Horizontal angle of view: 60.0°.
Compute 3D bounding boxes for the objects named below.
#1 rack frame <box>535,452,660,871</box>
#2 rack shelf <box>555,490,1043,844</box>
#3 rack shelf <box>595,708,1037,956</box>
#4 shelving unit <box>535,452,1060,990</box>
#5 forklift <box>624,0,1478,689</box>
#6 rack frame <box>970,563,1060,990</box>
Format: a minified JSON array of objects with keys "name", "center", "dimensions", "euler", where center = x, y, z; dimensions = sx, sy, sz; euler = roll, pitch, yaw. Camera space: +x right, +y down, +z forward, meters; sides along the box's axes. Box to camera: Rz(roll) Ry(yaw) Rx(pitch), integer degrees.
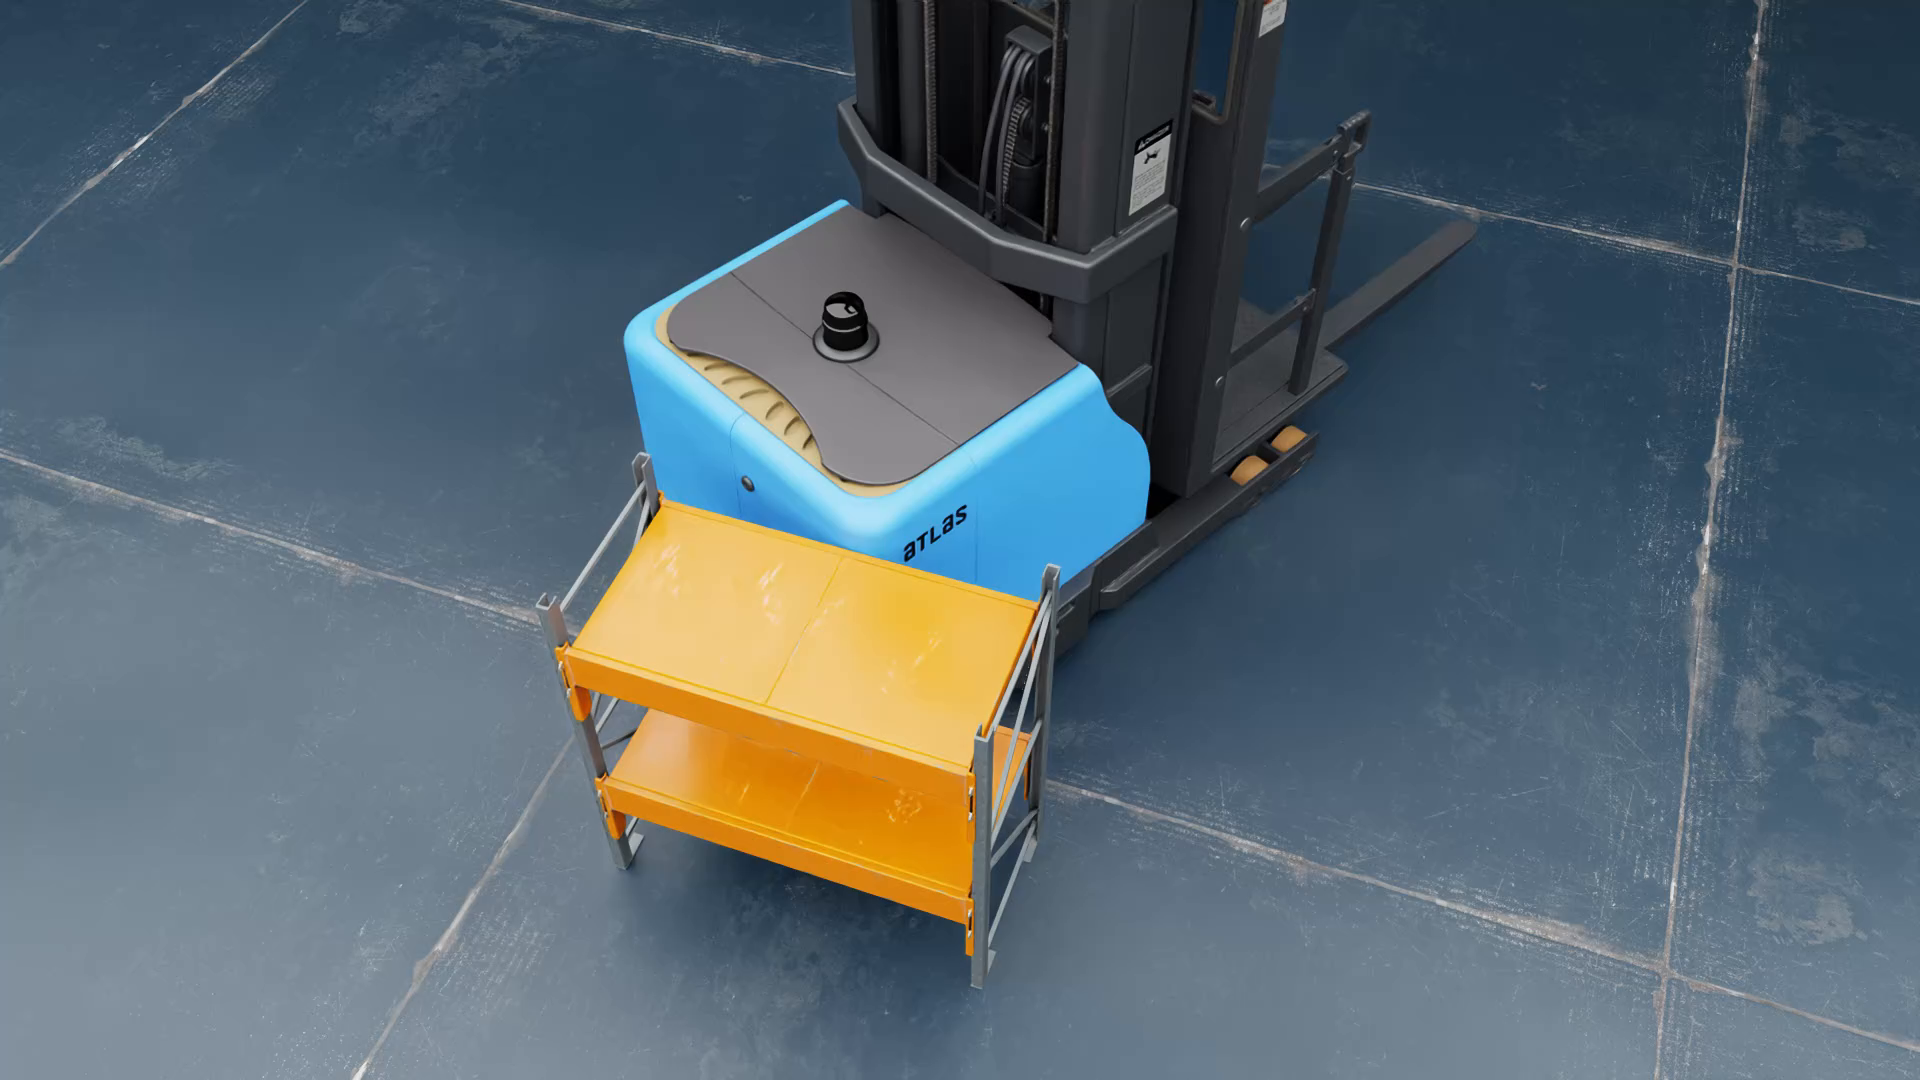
[{"name":"rack frame","center":[-0.830,0.340,4.211],"dimensions":[0.032,1.125,0.500],"euler":[15,51,13]},{"name":"rack shelf","center":[-0.352,0.279,3.877],"dimensions":[1.000,0.278,0.538],"euler":[15,51,13]},{"name":"rack shelf","center":[-0.352,0.631,4.283],"dimensions":[1.000,0.278,0.538],"euler":[15,51,13]},{"name":"shelving unit","center":[-0.352,0.471,4.098],"dimensions":[1.048,1.125,0.538],"euler":[15,51,13]},{"name":"forklift","center":[0.520,-1.324,4.458],"dimensions":[3.031,2.935,1.130],"euler":[-36,58,-27]},{"name":"rack frame","center":[0.126,0.601,3.985],"dimensions":[0.032,1.125,0.500],"euler":[15,51,13]}]
